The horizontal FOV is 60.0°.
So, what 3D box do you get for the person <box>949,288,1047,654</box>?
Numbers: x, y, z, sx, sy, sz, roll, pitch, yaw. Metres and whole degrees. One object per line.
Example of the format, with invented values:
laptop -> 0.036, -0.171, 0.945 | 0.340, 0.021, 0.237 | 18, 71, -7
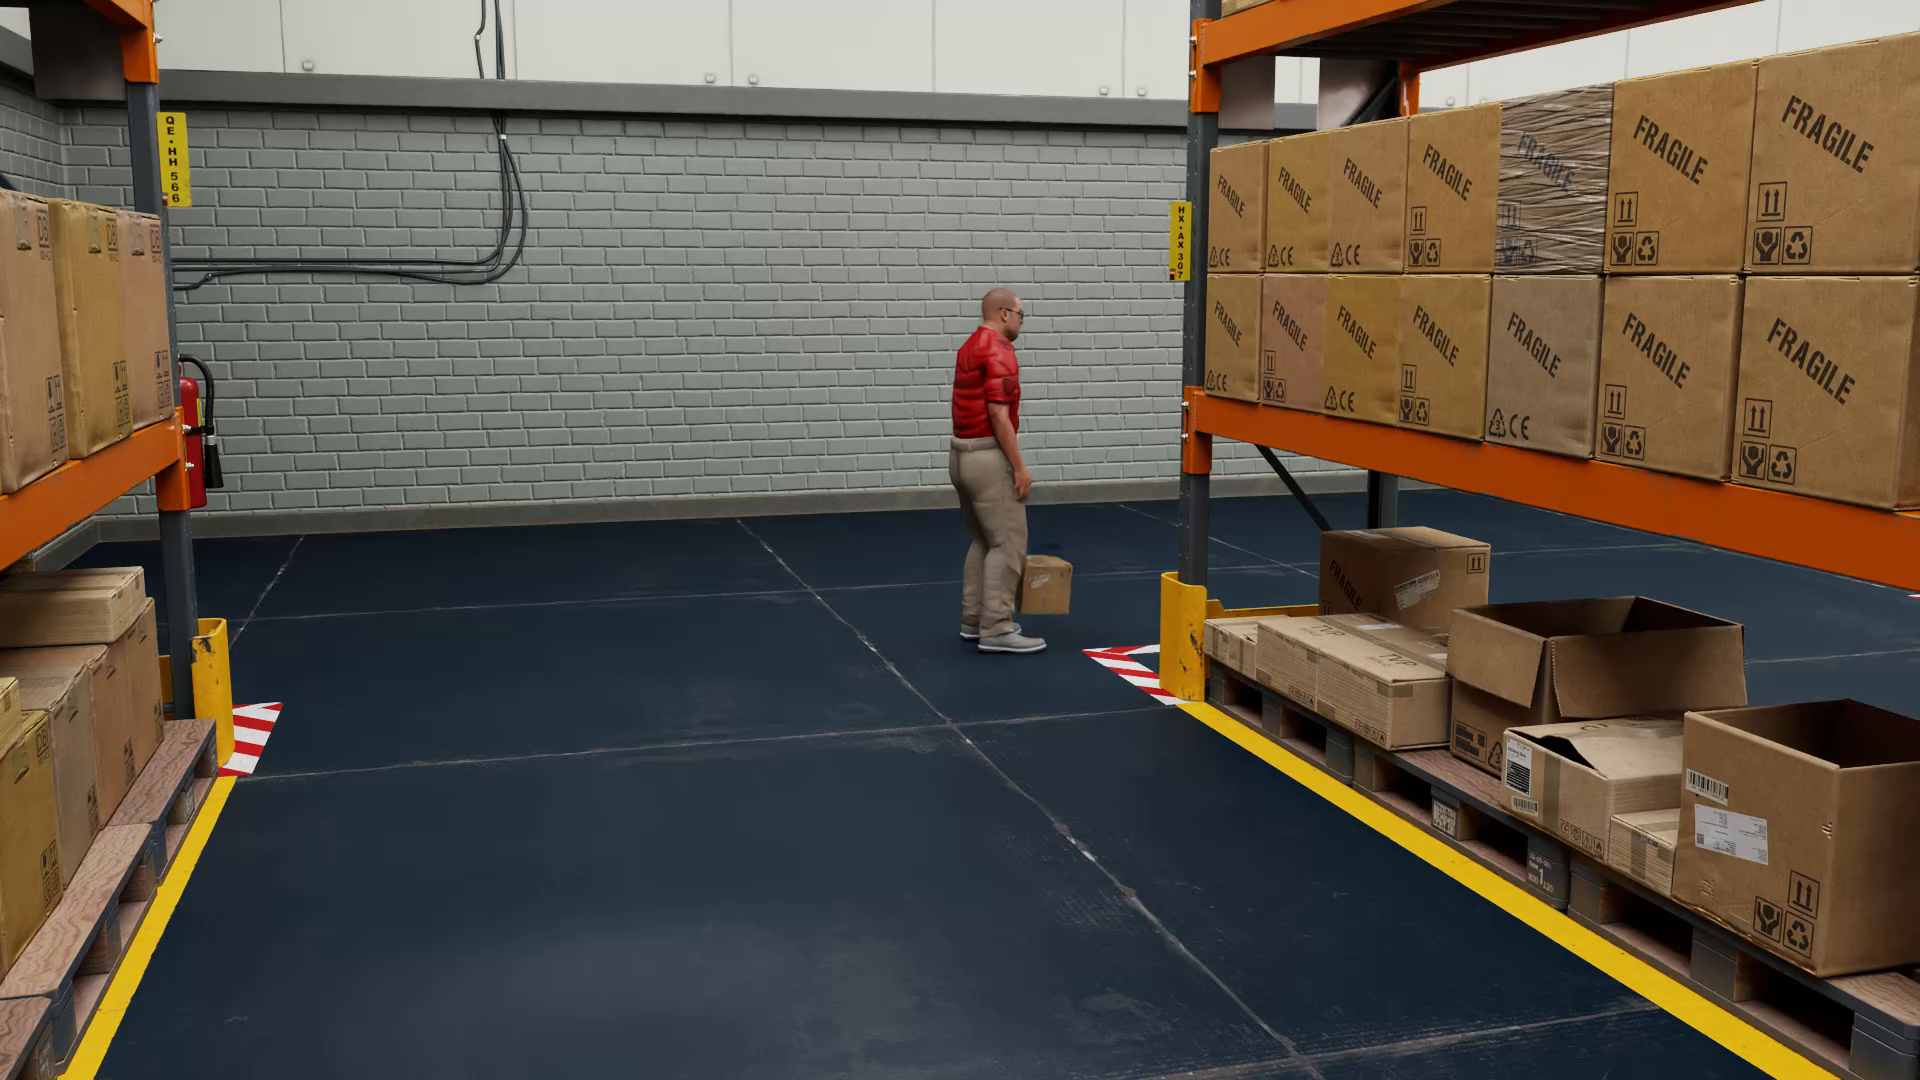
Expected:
person -> 0.162, -0.345, 8.043 | 0.394, 1.728, 0.570 | -3, 10, -18
